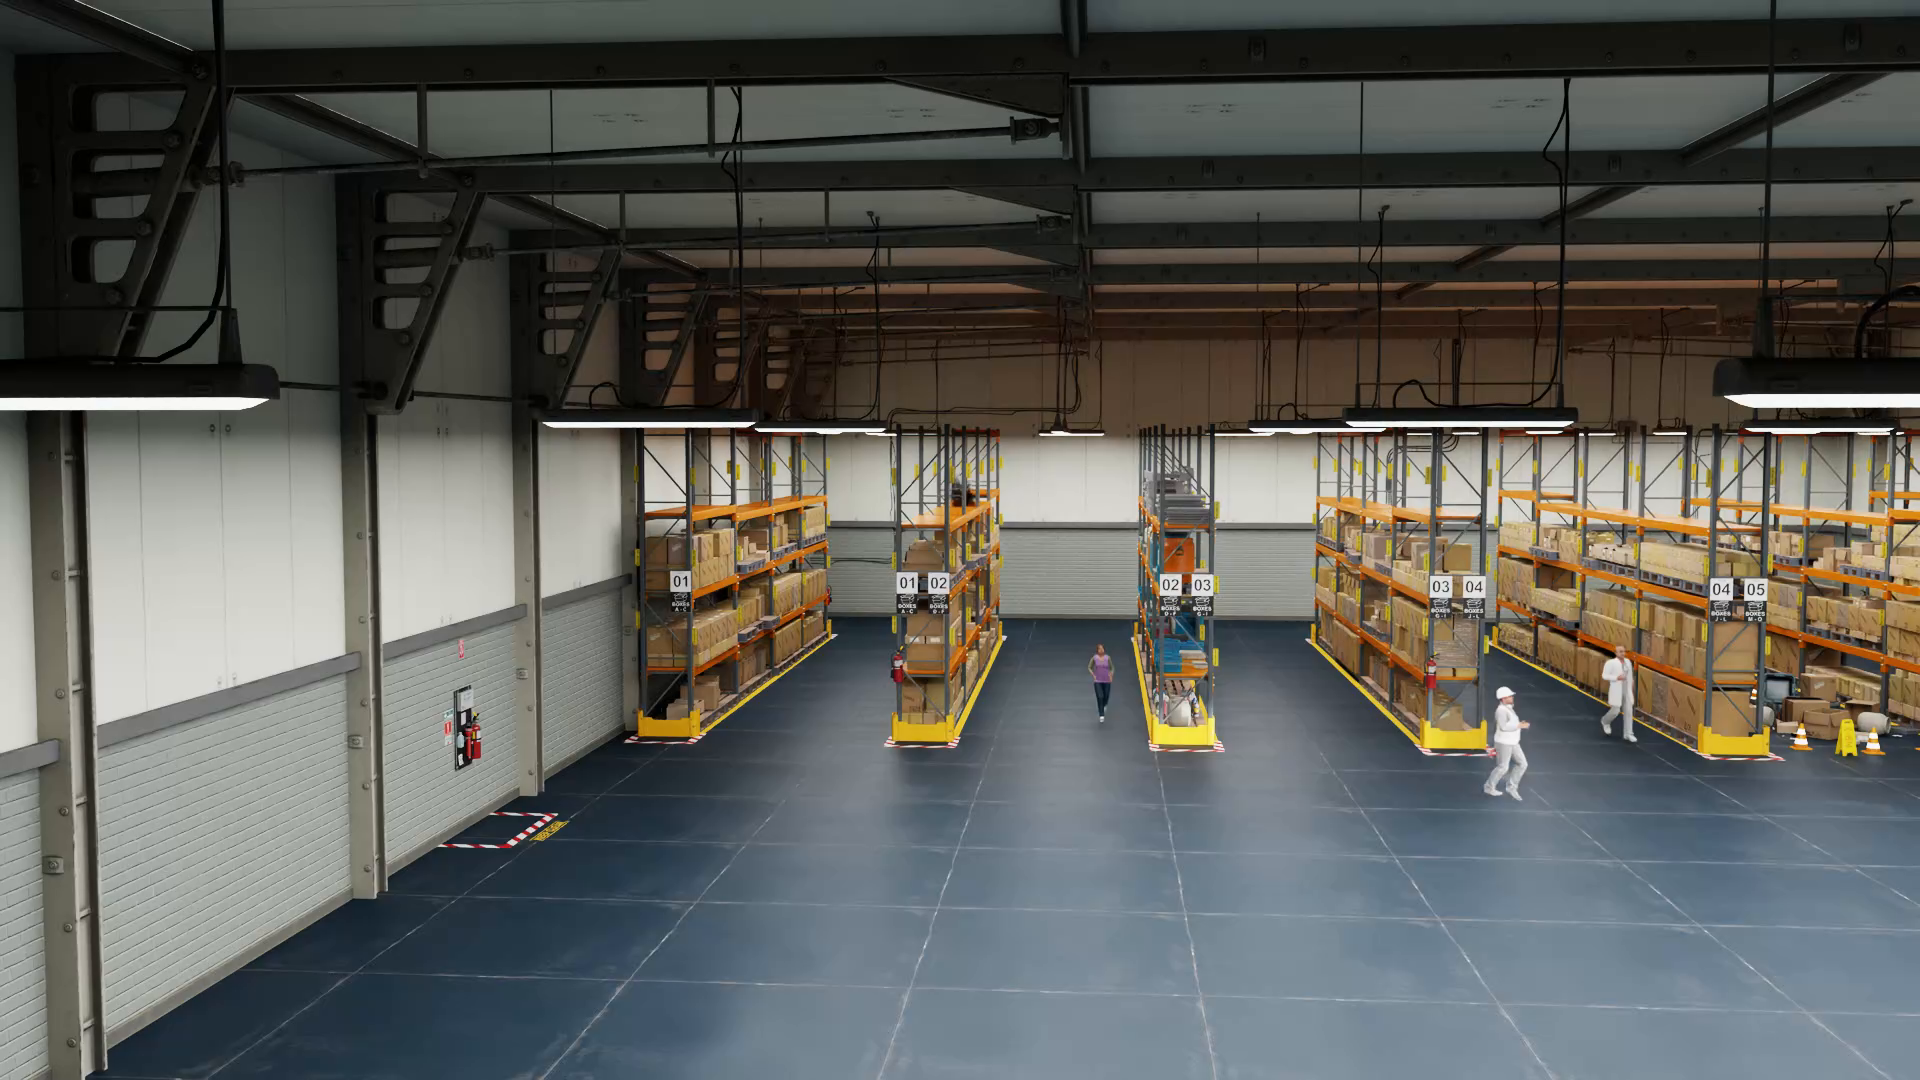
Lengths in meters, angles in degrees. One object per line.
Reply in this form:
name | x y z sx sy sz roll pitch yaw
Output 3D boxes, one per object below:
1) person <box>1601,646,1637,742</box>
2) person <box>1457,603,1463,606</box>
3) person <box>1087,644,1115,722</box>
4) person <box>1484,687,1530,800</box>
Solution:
person | 12.514 2.907 31.510 0.712 1.710 1.043 0 3 -7
person | 13.550 2.097 46.194 0.728 1.638 0.542 3 5 43
person | 2.864 2.884 33.797 0.555 1.568 0.637 0 3 2
person | 8.687 3.237 26.362 0.711 1.813 0.637 2 4 35
